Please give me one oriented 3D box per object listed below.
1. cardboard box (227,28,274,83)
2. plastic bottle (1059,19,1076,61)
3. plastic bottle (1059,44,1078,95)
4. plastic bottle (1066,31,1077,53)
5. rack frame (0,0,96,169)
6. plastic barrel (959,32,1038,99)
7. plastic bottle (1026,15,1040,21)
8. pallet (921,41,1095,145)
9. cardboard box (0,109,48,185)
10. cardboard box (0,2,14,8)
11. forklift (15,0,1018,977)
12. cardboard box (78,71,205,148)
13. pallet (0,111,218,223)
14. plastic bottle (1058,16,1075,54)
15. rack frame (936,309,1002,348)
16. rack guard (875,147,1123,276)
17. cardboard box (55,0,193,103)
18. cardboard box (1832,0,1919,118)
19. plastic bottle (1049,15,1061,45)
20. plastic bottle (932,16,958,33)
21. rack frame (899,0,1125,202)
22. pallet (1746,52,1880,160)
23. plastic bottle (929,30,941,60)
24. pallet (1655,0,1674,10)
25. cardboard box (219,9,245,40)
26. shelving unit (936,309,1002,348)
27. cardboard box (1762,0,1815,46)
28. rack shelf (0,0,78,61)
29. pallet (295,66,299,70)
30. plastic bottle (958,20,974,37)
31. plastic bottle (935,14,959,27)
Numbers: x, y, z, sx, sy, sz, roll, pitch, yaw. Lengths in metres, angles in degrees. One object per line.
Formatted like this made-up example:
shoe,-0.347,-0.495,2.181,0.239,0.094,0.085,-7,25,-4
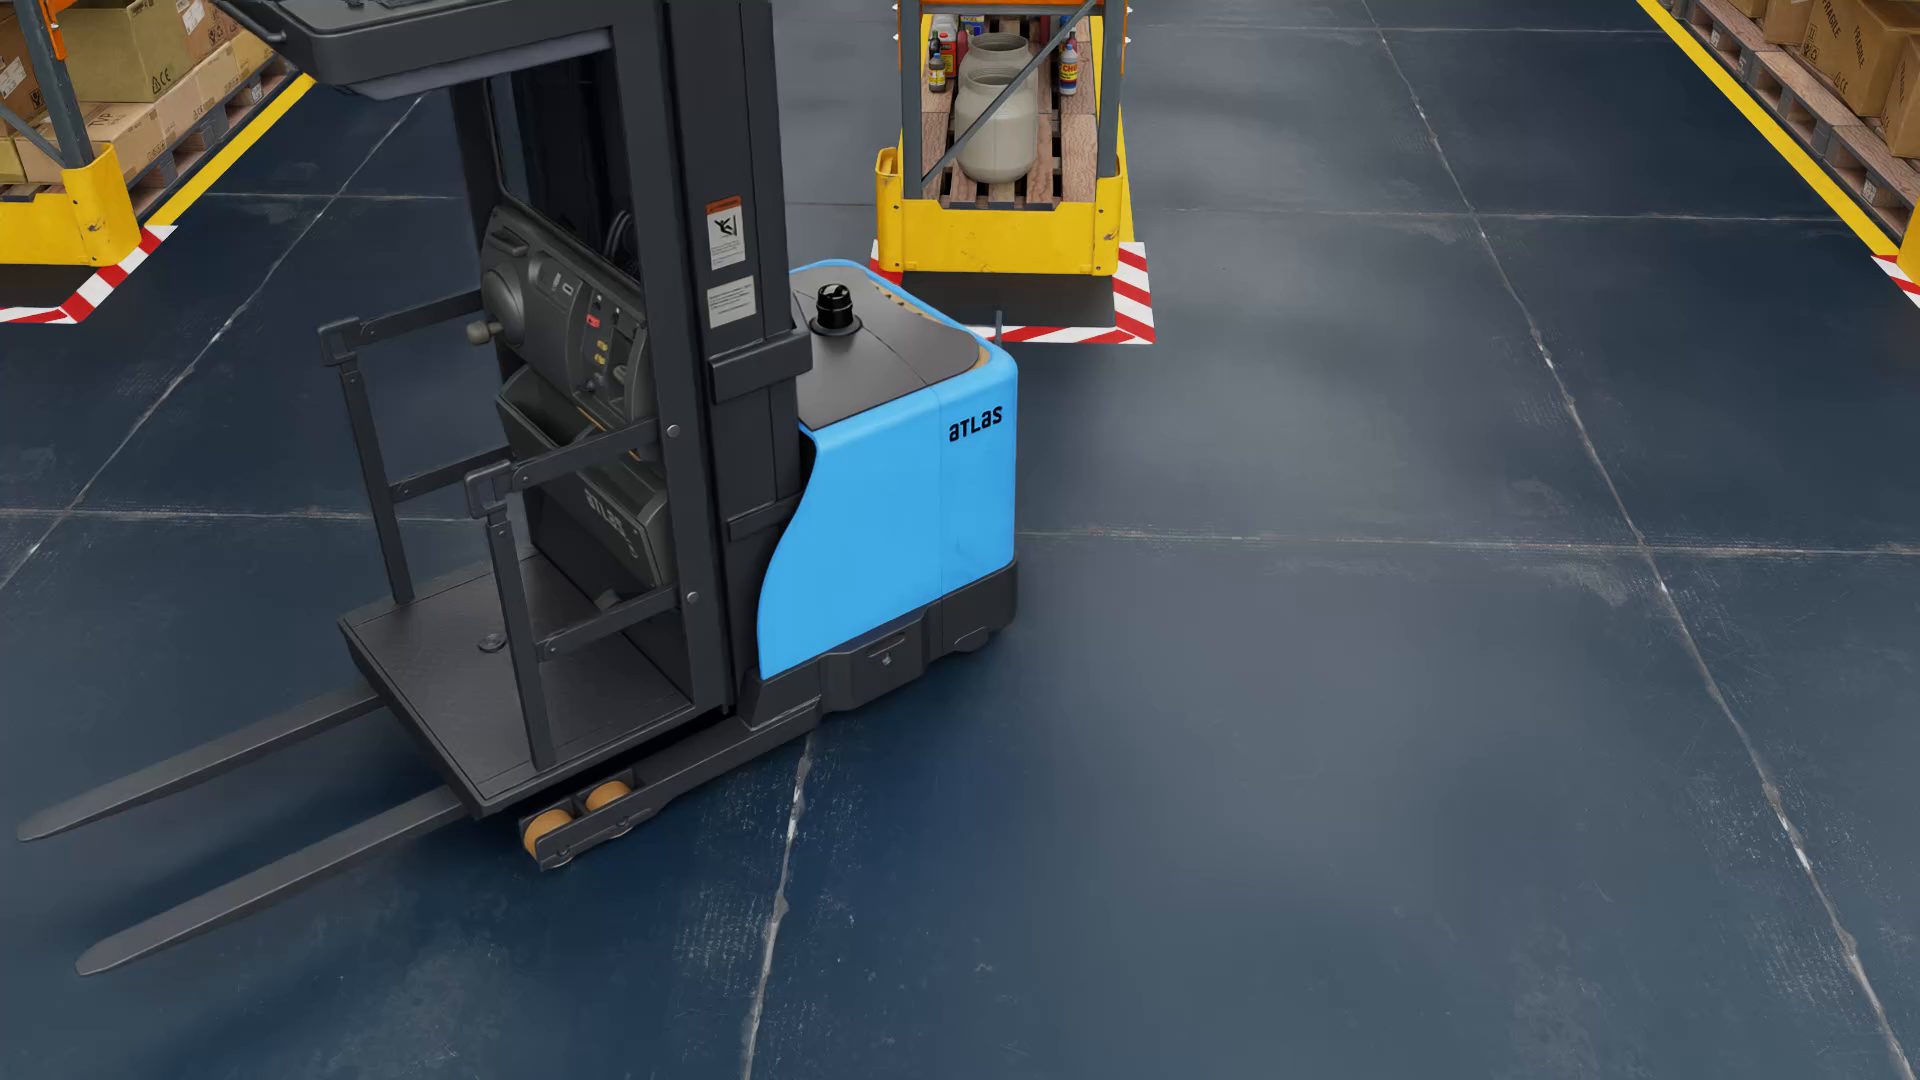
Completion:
cardboard box,-4.411,-2.905,9.801,0.500,0.250,0.500,1,35,2
plastic bottle,0.635,-2.930,9.800,0.097,0.271,0.097,0,35,0
plastic bottle,0.617,-2.675,9.438,0.097,0.271,0.097,0,35,0
plastic bottle,0.644,-2.810,9.619,0.061,0.283,0.133,2,35,3
rack frame,-4.716,-2.694,7.474,1.000,3.000,0.127,1,35,2
plastic barrel,0.203,-2.399,8.853,0.421,0.512,0.421,0,35,0
plastic bottle,0.499,-3.443,10.526,0.152,0.276,0.135,1,35,2
pallet,0.279,-2.647,9.832,1.003,0.211,1.213,1,35,2
cardboard box,-4.990,-2.055,8.592,0.500,0.250,0.500,1,35,2
cardboard box,-4.967,-2.937,9.194,0.500,0.500,0.500,1,35,2
forklift,-1.275,-0.584,4.532,3.031,2.935,1.130,-24,42,-30
cardboard box,-4.456,-2.331,8.984,0.500,0.250,0.500,1,35,2
pallet,-4.727,-1.993,8.902,1.003,0.211,1.213,1,35,2
plastic bottle,0.643,-3.046,9.966,0.097,0.271,0.097,0,35,0
rack frame,0.027,-0.439,6.092,0.240,0.900,0.006,2,35,3
rack guard,0.189,-1.599,8.091,1.175,0.500,0.348,1,35,2
cardboard box,-4.454,-2.638,8.768,0.500,0.500,0.500,1,35,2
cardboard box,5.258,-2.674,9.254,0.500,0.500,0.500,4,35,6
plastic bottle,0.625,-3.175,10.145,0.152,0.276,0.135,2,35,3
plastic bottle,-0.088,-2.932,9.799,0.152,0.276,0.135,0,35,1
rack frame,0.233,-2.577,7.308,1.000,3.000,0.127,1,35,2
pallet,5.305,-2.531,9.667,1.003,0.211,1.213,1,35,2
plastic bottle,-0.145,-2.779,9.575,0.061,0.283,0.133,2,35,3
pallet,5.372,-4.067,11.854,1.003,0.211,1.213,1,35,2
cardboard box,-4.410,-3.212,9.586,0.500,0.500,0.500,1,35,2
shelving unit,0.021,-0.381,6.009,0.258,0.900,0.210,2,35,3
cardboard box,5.271,-3.352,10.219,0.500,0.500,0.500,12,37,17
rack shelf,-4.636,-3.548,9.316,1.077,0.370,4.000,1,35,2
pallet,-4.629,-3.395,10.897,1.003,0.211,1.213,1,35,2
plastic bottle,0.037,-3.019,9.988,0.097,0.201,0.097,0,35,0
plastic bottle,-0.078,-3.165,10.065,0.144,0.351,0.185,1,35,2
